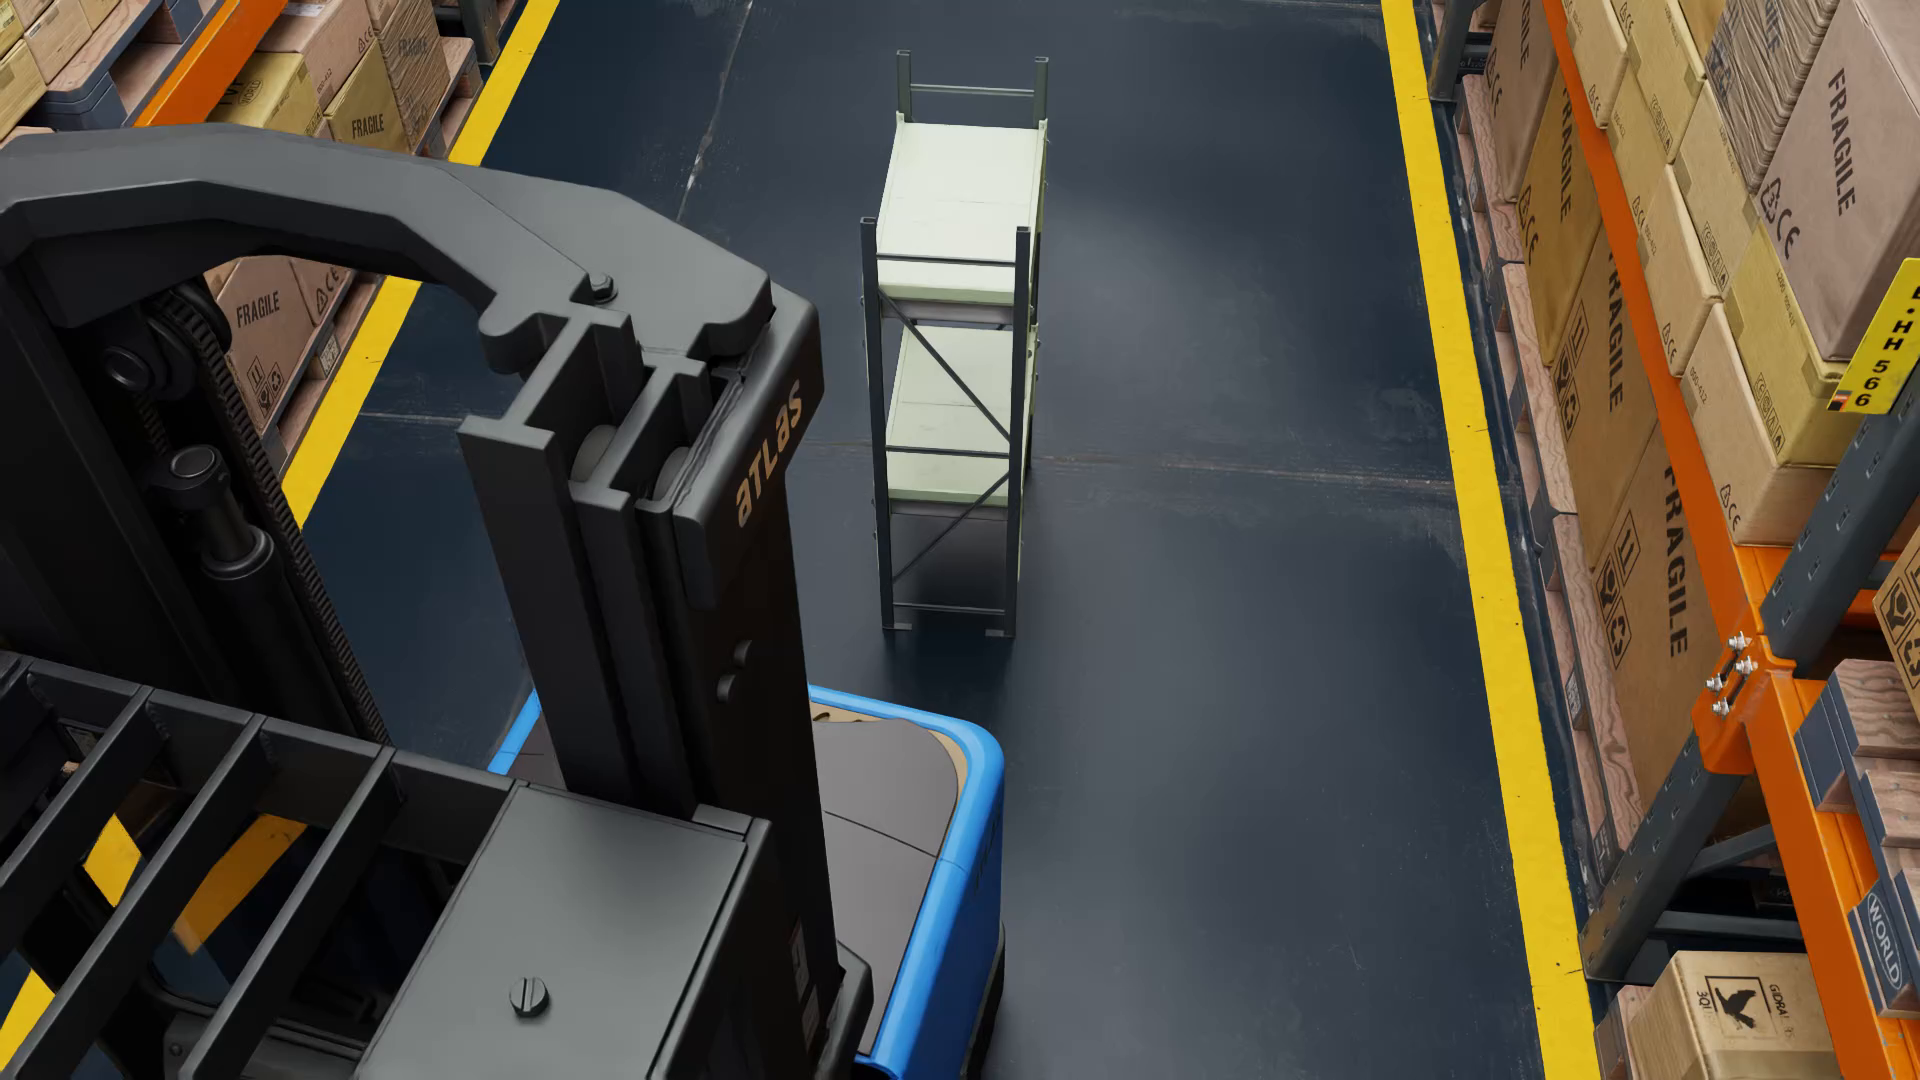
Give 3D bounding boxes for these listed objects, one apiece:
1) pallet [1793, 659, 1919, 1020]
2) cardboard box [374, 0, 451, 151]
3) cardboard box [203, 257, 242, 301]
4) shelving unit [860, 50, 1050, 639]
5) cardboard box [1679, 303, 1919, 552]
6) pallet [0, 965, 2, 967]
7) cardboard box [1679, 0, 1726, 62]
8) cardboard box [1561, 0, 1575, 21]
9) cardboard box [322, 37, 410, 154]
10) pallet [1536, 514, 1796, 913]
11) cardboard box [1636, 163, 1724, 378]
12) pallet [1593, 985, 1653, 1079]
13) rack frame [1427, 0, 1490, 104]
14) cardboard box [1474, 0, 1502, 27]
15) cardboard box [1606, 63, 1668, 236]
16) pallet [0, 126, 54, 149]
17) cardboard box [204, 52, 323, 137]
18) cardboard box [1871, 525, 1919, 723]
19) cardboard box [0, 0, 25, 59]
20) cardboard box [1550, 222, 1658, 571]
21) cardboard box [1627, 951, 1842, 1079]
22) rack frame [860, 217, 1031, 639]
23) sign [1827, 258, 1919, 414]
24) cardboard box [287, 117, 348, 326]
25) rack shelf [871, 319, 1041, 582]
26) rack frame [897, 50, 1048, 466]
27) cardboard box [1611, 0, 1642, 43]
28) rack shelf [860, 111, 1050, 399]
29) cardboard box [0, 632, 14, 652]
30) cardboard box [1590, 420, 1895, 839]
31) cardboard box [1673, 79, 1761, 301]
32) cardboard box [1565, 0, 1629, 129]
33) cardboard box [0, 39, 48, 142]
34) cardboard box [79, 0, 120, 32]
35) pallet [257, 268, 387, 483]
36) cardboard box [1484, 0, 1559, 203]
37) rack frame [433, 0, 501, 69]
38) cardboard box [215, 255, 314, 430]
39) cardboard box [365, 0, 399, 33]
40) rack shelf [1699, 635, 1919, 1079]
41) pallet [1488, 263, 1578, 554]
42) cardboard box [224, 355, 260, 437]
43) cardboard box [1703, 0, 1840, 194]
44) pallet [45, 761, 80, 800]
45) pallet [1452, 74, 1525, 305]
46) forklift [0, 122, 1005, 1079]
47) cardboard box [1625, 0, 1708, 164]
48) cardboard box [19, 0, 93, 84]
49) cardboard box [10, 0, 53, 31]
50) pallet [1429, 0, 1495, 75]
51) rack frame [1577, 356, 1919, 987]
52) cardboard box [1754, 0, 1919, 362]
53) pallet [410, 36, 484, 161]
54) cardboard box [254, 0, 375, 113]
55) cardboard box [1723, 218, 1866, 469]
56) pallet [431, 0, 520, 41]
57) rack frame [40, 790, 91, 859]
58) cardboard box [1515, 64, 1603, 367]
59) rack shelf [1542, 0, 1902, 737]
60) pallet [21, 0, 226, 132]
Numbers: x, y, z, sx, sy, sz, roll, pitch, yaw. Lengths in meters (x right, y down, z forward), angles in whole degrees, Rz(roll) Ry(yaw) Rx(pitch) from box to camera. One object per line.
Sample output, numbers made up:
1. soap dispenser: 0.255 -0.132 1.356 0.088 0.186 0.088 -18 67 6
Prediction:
1. pallet: 2.132 0.692 2.715 1.213 0.211 1.003 4 48 4
2. cardboard box: -2.300 -1.839 6.309 0.500 0.500 0.500 3 48 3
3. cardboard box: -2.440 -0.940 4.978 0.500 0.250 0.500 4 48 4
4. shelving unit: -0.001 -0.501 4.692 0.431 1.500 0.755 4 48 4
5. cardboard box: 1.878 -0.242 3.541 0.500 0.250 0.500 2 48 2
6. pallet: -2.995 1.353 3.870 1.003 0.211 1.213 4 48 4
7. cardboard box: 1.968 -1.415 3.766 0.500 0.500 0.500 4 48 4
8. cardboard box: 2.044 -1.731 4.902 0.500 0.250 0.500 4 48 3
9. cardboard box: -2.347 -1.462 5.964 0.500 0.500 0.500 3 48 3
10. pallet: 2.238 0.463 4.684 1.003 0.211 1.213 4 48 4
11. cardboard box: 1.909 -0.619 3.885 0.500 0.250 0.500 5 48 4
12. pallet: 2.018 1.611 3.633 1.003 0.211 1.213 4 48 4
13. rack frame: 2.456 -2.843 5.818 1.000 3.000 0.127 4 48 4
14. cardboard box: 2.620 -2.575 7.024 0.875 0.438 0.875 3 48 3
15. cardboard box: 1.971 -0.988 4.222 0.500 0.250 0.500 3 48 3
16. pallet: -2.889 -0.629 3.922 1.213 0.211 1.003 4 48 4
17. cardboard box: -2.393 -1.323 5.328 0.500 0.250 0.500 2 48 2
18. cardboard box: 1.819 0.135 2.540 0.500 0.500 0.500 3 48 2
19. cardboard box: -2.537 -1.243 4.038 0.380 0.149 0.250 4 48 4
20. cardboard box: 2.322 -0.486 4.817 0.875 0.875 0.875 4 48 4
21. cardboard box: 2.030 1.256 3.565 0.950 0.372 0.625 1 48 1
22. rack frame: -0.034 -0.232 4.446 0.400 1.500 0.023 4 48 4
23. sign: 1.538 -0.330 2.734 0.100 0.325 0.005 4 48 4
24. cardboard box: -2.398 -1.086 5.620 0.500 0.500 0.500 3 48 3
25. rack shelf: -0.001 -0.281 4.933 0.431 0.370 0.720 4 48 4
26. rack frame: 0.033 -0.770 4.938 0.400 1.500 0.023 4 48 4
27. cardboard box: 1.999 -1.531 4.381 0.500 0.250 0.500 3 48 2
28. rack shelf: -0.001 -0.765 4.404 0.431 0.370 0.720 4 48 4
29. cardboard box: -2.529 0.037 4.593 0.500 0.500 0.500 2 48 2
30. cardboard box: 2.237 0.169 4.218 0.875 0.875 0.875 3 48 3
31. cardboard box: 1.925 -0.772 3.686 0.500 0.250 0.500 3 48 3
32. cardboard box: 1.990 -1.365 4.567 0.500 0.250 0.500 3 48 3
33. cardboard box: -2.534 -1.129 4.135 0.380 0.149 0.250 6 48 5
34. cardboard box: -2.487 -1.509 4.483 0.380 0.149 0.250 4 48 4
35. pallet: -2.661 -0.690 5.738 1.003 0.211 1.213 4 48 4
36. cardboard box: 2.479 -1.807 6.025 0.875 0.875 0.875 5 48 5
37. rack frame: -2.483 -3.102 6.054 1.000 3.000 0.127 4 48 4
38. cardboard box: -2.445 -0.711 5.277 0.500 0.500 0.500 3 48 3
39. cardboard box: -2.299 -2.089 6.029 0.500 0.250 0.500 3 48 2
40. rack shelf: 1.909 1.808 2.051 1.077 0.370 4.000 4 48 4
41. pallet: 2.352 -0.431 5.501 1.003 0.211 1.213 4 48 4
42. cardboard box: -2.487 -0.333 4.931 0.500 0.500 0.500 4 48 4
43. cardboard box: 1.916 -1.050 3.432 0.500 0.500 0.500 5 48 4
44. pallet: -2.775 0.204 4.920 1.003 0.211 1.213 4 48 4
45. pallet: 2.460 -1.330 6.324 1.003 0.211 1.213 4 48 4
46. forklift: -0.788 1.075 2.280 1.130 2.935 3.031 12 49 11
47. cardboard box: 1.951 -1.150 4.032 0.500 0.250 0.500 3 48 3
48. cardboard box: -2.512 -1.324 4.314 0.380 0.149 0.250 5 48 5
49. cardboard box: -2.514 -1.426 4.205 0.380 0.149 0.250 4 48 4
50. pallet: 2.603 -2.456 7.353 1.003 0.211 1.213 4 48 4
51. rack frame: 2.091 0.096 3.129 1.000 3.000 0.127 4 48 4
52. cardboard box: 1.878 -0.673 3.087 0.500 0.500 0.500 3 48 2
53. pallet: -2.553 -1.589 6.560 1.003 0.211 1.213 4 48 4
54. cardboard box: -2.359 -1.712 5.684 0.500 0.250 0.500 6 48 5
55. cardboard box: 1.882 -0.395 3.341 0.500 0.250 0.500 4 48 3
56. pallet: -2.457 -2.657 7.537 1.003 0.211 1.213 4 48 4
57. rack frame: -2.848 -0.163 3.366 1.000 3.000 0.127 4 48 4
58. cardboard box: 2.404 -1.143 5.418 0.875 0.875 0.875 5 48 5
59. rack shelf: 2.273 -1.131 4.739 1.077 0.370 4.000 4 48 4
60. pallet: -2.708 -1.555 4.770 1.003 0.211 1.213 4 48 4
